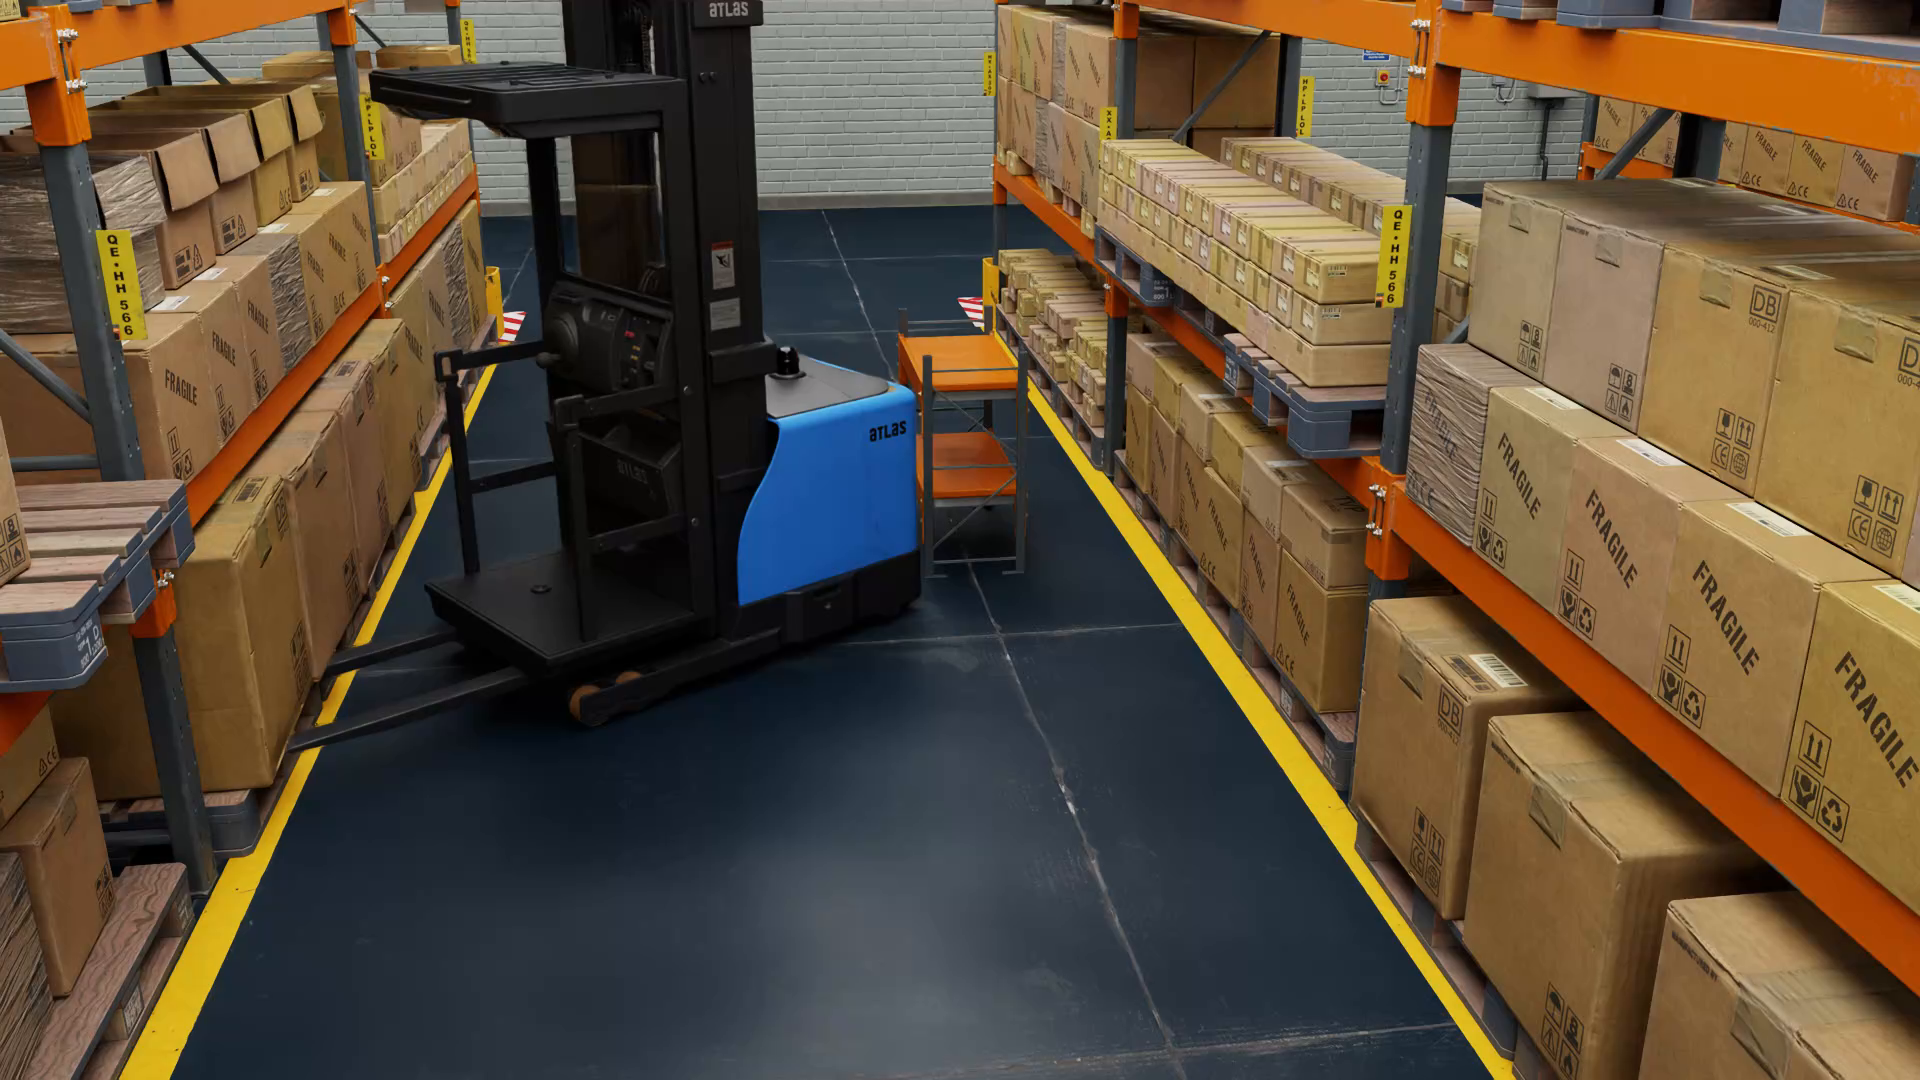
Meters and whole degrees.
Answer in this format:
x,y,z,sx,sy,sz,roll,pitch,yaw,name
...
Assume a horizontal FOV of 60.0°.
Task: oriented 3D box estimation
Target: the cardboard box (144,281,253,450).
x,y,z,sx,sy,sz,roll,pitch,yaw,name
-2.880,-0.619,5.944,0.500,0.500,0.500,-3,21,-9,cardboard box

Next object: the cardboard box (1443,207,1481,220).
x,y,z,sx,sy,sz,roll,pitch,yaw,name
1.935,-1.224,6.615,0.380,0.149,0.250,-4,21,-10,cardboard box

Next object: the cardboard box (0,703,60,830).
x,y,z,sx,sy,sz,roll,pitch,yaw,name
-2.876,0.632,4.608,0.500,0.250,0.500,-2,21,-6,cardboard box

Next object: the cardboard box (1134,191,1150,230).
x,y,z,sx,sy,sz,roll,pitch,yaw,name
1.060,-1.602,8.051,0.380,0.149,0.250,-4,21,-10,cardboard box

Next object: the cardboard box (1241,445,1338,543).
x,y,z,sx,sy,sz,roll,pitch,yaw,name
1.479,-0.202,6.870,0.500,0.250,0.500,-3,21,-7,cardboard box

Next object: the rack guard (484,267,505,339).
x,y,z,sx,sy,sz,roll,pitch,yaw,name
-4.159,-1.819,12.872,1.175,0.500,0.348,-3,21,-8,rack guard

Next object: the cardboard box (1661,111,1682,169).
x,y,z,sx,sy,sz,roll,pitch,yaw,name
5.592,-2.997,12.310,0.500,0.500,0.500,-3,21,-8,cardboard box

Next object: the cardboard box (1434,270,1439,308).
x,y,z,sx,sy,sz,roll,pitch,yaw,name
1.966,-1.009,6.464,0.380,0.149,0.250,-4,21,-9,cardboard box

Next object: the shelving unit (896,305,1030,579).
x,y,z,sx,sy,sz,roll,pitch,yaw,name
-0.001,-0.529,8.526,0.538,1.125,1.048,-3,21,-8,shelving unit

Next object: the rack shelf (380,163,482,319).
x,y,z,sx,sy,sz,roll,pitch,yaw,name
-3.867,-1.952,10.684,1.077,0.370,4.000,-3,21,-8,rack shelf

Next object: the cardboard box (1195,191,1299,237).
x,y,z,sx,sy,sz,roll,pitch,yaw,name
1.212,-1.379,7.030,0.380,0.149,0.250,-2,21,-5,cardboard box

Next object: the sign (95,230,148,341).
x,y,z,sx,sy,sz,roll,pitch,yaw,name
-2.467,-0.748,4.889,0.100,0.325,0.005,-3,21,-8,sign

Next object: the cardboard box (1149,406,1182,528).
x,y,z,sx,sy,sz,roll,pitch,yaw,name
1.266,-0.385,8.433,0.500,0.500,0.500,-2,21,-5,cardboard box

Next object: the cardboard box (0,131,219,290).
x,y,z,sx,sy,sz,roll,pitch,yaw,name
-3.183,-1.208,6.087,0.797,0.503,0.637,-2,21,-6,cardboard box

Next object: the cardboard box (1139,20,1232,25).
x,y,z,sx,sy,sz,roll,pitch,yaw,name
1.388,-2.990,10.437,0.500,0.500,0.500,-3,21,-7,cardboard box

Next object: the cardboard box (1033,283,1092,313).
x,y,z,sx,sy,sz,roll,pitch,yaw,name
0.716,-1.683,11.560,0.380,0.149,0.250,-3,21,-7,cardboard box

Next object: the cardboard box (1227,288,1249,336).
x,y,z,sx,sy,sz,roll,pitch,yaw,name
1.290,-0.915,6.638,0.380,0.149,0.250,-3,21,-8,cardboard box

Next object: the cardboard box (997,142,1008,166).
x,y,z,sx,sy,sz,roll,pitch,yaw,name
0.489,-2.950,12.687,0.380,0.149,0.250,-3,21,-8,cardboard box

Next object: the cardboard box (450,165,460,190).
x,y,z,sx,sy,sz,roll,pitch,yaw,name
-3.669,-2.493,11.464,0.380,0.149,0.250,-3,21,-7,cardboard box

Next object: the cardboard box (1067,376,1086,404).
x,y,z,sx,sy,sz,roll,pitch,yaw,name
0.893,-0.974,10.511,0.380,0.149,0.250,-4,21,-10,cardboard box

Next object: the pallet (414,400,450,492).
x,y,z,sx,sy,sz,roll,pitch,yaw,name
-3.611,-0.558,9.907,1.003,0.211,1.213,-3,21,-8,pallet

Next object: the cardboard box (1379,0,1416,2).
x,y,z,sx,sy,sz,roll,pitch,yaw,name
1.586,-2.064,5.525,0.500,0.500,0.500,-3,21,-8,cardboard box

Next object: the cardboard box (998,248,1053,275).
x,y,z,sx,sy,sz,roll,pitch,yaw,name
0.506,-2.138,12.778,0.380,0.149,0.250,-4,21,-10,cardboard box

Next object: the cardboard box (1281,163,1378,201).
x,y,z,sx,sy,sz,roll,pitch,yaw,name
1.740,-1.682,7.840,0.380,0.149,0.250,-4,21,-10,cardboard box

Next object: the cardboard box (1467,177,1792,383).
x,y,z,sx,sy,sz,roll,pitch,yaw,name
1.975,-0.786,4.962,0.700,0.500,0.500,-3,21,-8,cardboard box

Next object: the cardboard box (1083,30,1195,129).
x,y,z,sx,sy,sz,roll,pitch,yaw,name
1.008,-2.616,9.435,0.500,0.500,0.500,-4,21,-10,cardboard box

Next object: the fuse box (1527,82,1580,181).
x,y,z,sx,sy,sz,roll,pitch,yaw,name
6.915,-4.884,19.348,0.539,1.711,0.414,-3,21,-8,fuse box

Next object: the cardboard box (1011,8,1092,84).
x,y,z,sx,sy,sz,roll,pitch,yaw,name
0.648,-3.508,11.825,0.500,0.500,0.500,-2,21,-6,cardboard box

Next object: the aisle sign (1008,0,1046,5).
x,y,z,sx,sy,sz,roll,pitch,yaw,name
0.460,-4.425,12.560,0.394,0.787,0.004,-3,21,-8,aisle sign

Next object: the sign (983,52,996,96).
x,y,z,sx,sy,sz,roll,pitch,yaw,name
0.230,-3.575,12.763,0.100,0.325,0.005,-3,21,-8,sign

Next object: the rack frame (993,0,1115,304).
x,y,z,sx,sy,sz,roll,pitch,yaw,name
0.767,-3.197,12.988,1.000,3.000,0.127,-3,21,-8,rack frame

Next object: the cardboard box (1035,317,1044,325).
x,y,z,sx,sy,sz,roll,pitch,yaw,name
0.747,-1.511,11.948,0.380,0.149,0.250,-3,21,-8,cardboard box

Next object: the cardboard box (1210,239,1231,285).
x,y,z,sx,sy,sz,roll,pitch,yaw,name
1.249,-1.150,6.841,0.380,0.149,0.250,-3,21,-8,cardboard box

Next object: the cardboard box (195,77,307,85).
x,y,z,sx,sy,sz,roll,pitch,yaw,name
-3.978,-2.336,9.402,0.500,0.500,0.500,-3,21,-7,cardboard box

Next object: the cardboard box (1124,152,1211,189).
x,y,z,sx,sy,sz,roll,pitch,yaw,name
1.026,-1.825,8.224,0.380,0.149,0.250,-3,21,-7,cardboard box

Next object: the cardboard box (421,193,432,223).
x,y,z,sx,sy,sz,roll,pitch,yaw,name
-3.480,-2.047,10.269,0.380,0.149,0.250,-3,21,-7,cardboard box

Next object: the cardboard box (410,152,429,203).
x,y,z,sx,sy,sz,roll,pitch,yaw,name
-3.535,-2.193,10.090,0.500,0.250,0.500,-2,21,-6,cardboard box

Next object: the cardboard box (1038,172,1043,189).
x,y,z,sx,sy,sz,roll,pitch,yaw,name
0.748,-2.504,11.491,0.380,0.149,0.250,-3,21,-9,cardboard box

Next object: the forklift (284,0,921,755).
x,y,z,sx,sy,sz,roll,pitch,yaw,name
-1.613,-0.826,6.740,3.031,2.935,1.130,-18,27,-39,forklift

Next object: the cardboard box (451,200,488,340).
x,y,z,sx,sy,sz,roll,pitch,yaw,name
-3.984,-1.965,12.128,0.875,0.875,0.875,-3,21,-8,cardboard box

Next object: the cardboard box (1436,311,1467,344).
x,y,z,sx,sy,sz,roll,pitch,yaw,name
2.017,-0.764,6.233,0.380,0.149,0.250,-2,21,-5,cardboard box

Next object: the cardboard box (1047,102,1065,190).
x,y,z,sx,sy,sz,roll,pitch,yaw,name
0.850,-2.503,10.564,0.500,0.500,0.500,-3,21,-8,cardboard box

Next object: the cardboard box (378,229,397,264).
x,y,z,sx,sy,sz,roll,pitch,yaw,name
-3.293,-1.598,9.067,0.380,0.149,0.250,-3,21,-8,cardboard box

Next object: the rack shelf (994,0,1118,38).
x,y,z,sx,sy,sz,roll,pitch,yaw,name
1.055,-3.572,10.735,1.077,0.370,4.000,-3,21,-8,rack shelf

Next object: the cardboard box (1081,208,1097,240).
x,y,z,sx,sy,sz,roll,pitch,yaw,name
0.926,-1.865,9.781,0.380,0.149,0.250,-3,21,-9,cardboard box

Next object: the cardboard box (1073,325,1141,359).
x,y,z,sx,sy,sz,roll,pitch,yaw,name
0.916,-1.234,10.357,0.380,0.149,0.250,-3,21,-8,cardboard box

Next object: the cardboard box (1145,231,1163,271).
x,y,z,sx,sy,sz,roll,pitch,yaw,name
1.095,-1.374,7.866,0.380,0.149,0.250,-4,21,-10,cardboard box

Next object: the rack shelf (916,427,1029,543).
x,y,z,sx,sy,sz,roll,pitch,yaw,name
-0.001,-0.300,8.611,0.538,0.278,1.000,-3,21,-8,rack shelf

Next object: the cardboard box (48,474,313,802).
x,y,z,sx,sy,sz,roll,pitch,yaw,name
-3.081,0.347,5.937,1.225,0.875,0.875,-4,21,-10,cardboard box

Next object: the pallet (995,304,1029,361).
x,y,z,sx,sy,sz,roll,pitch,yaw,name
0.860,-1.581,12.648,1.003,0.211,1.213,-3,21,-8,pallet

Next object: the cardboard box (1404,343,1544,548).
x,y,z,sx,sy,sz,roll,pitch,yaw,name
1.718,-0.305,5.102,0.500,0.500,0.500,-3,21,-7,cardboard box

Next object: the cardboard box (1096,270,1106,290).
x,y,z,sx,sy,sz,roll,pitch,yaw,name
1.211,-1.900,12.141,0.380,0.149,0.250,-4,21,-10,cardboard box

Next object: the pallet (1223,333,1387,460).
x,y,z,sx,sy,sz,roll,pitch,yaw,name
1.712,-0.578,6.252,1.213,0.211,1.003,-3,21,-8,pallet

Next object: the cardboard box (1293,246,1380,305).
x,y,z,sx,sy,sz,roll,pitch,yaw,name
1.396,-0.931,5.831,0.380,0.149,0.250,-4,21,-10,cardboard box

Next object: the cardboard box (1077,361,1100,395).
x,y,z,sx,sy,sz,roll,pitch,yaw,name
0.932,-0.998,10.152,0.380,0.149,0.250,-4,21,-10,cardboard box

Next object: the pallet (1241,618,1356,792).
x,y,z,sx,sy,sz,roll,pitch,yaw,name
1.809,0.609,6.785,1.003,0.211,1.213,-3,21,-8,pallet

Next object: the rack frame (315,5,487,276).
x,y,z,sx,sy,sz,roll,pitch,yaw,name
-4.156,-2.982,12.412,1.000,3.000,0.127,-3,21,-8,rack frame

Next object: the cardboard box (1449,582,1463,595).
x,y,z,sx,sy,sz,roll,pitch,yaw,name
2.071,0.290,6.626,0.500,0.500,0.500,-4,21,-10,cardboard box

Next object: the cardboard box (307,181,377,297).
x,y,z,sx,sy,sz,roll,pitch,yaw,name
-3.242,-1.495,8.290,0.500,0.500,0.500,-3,21,-8,cardboard box
